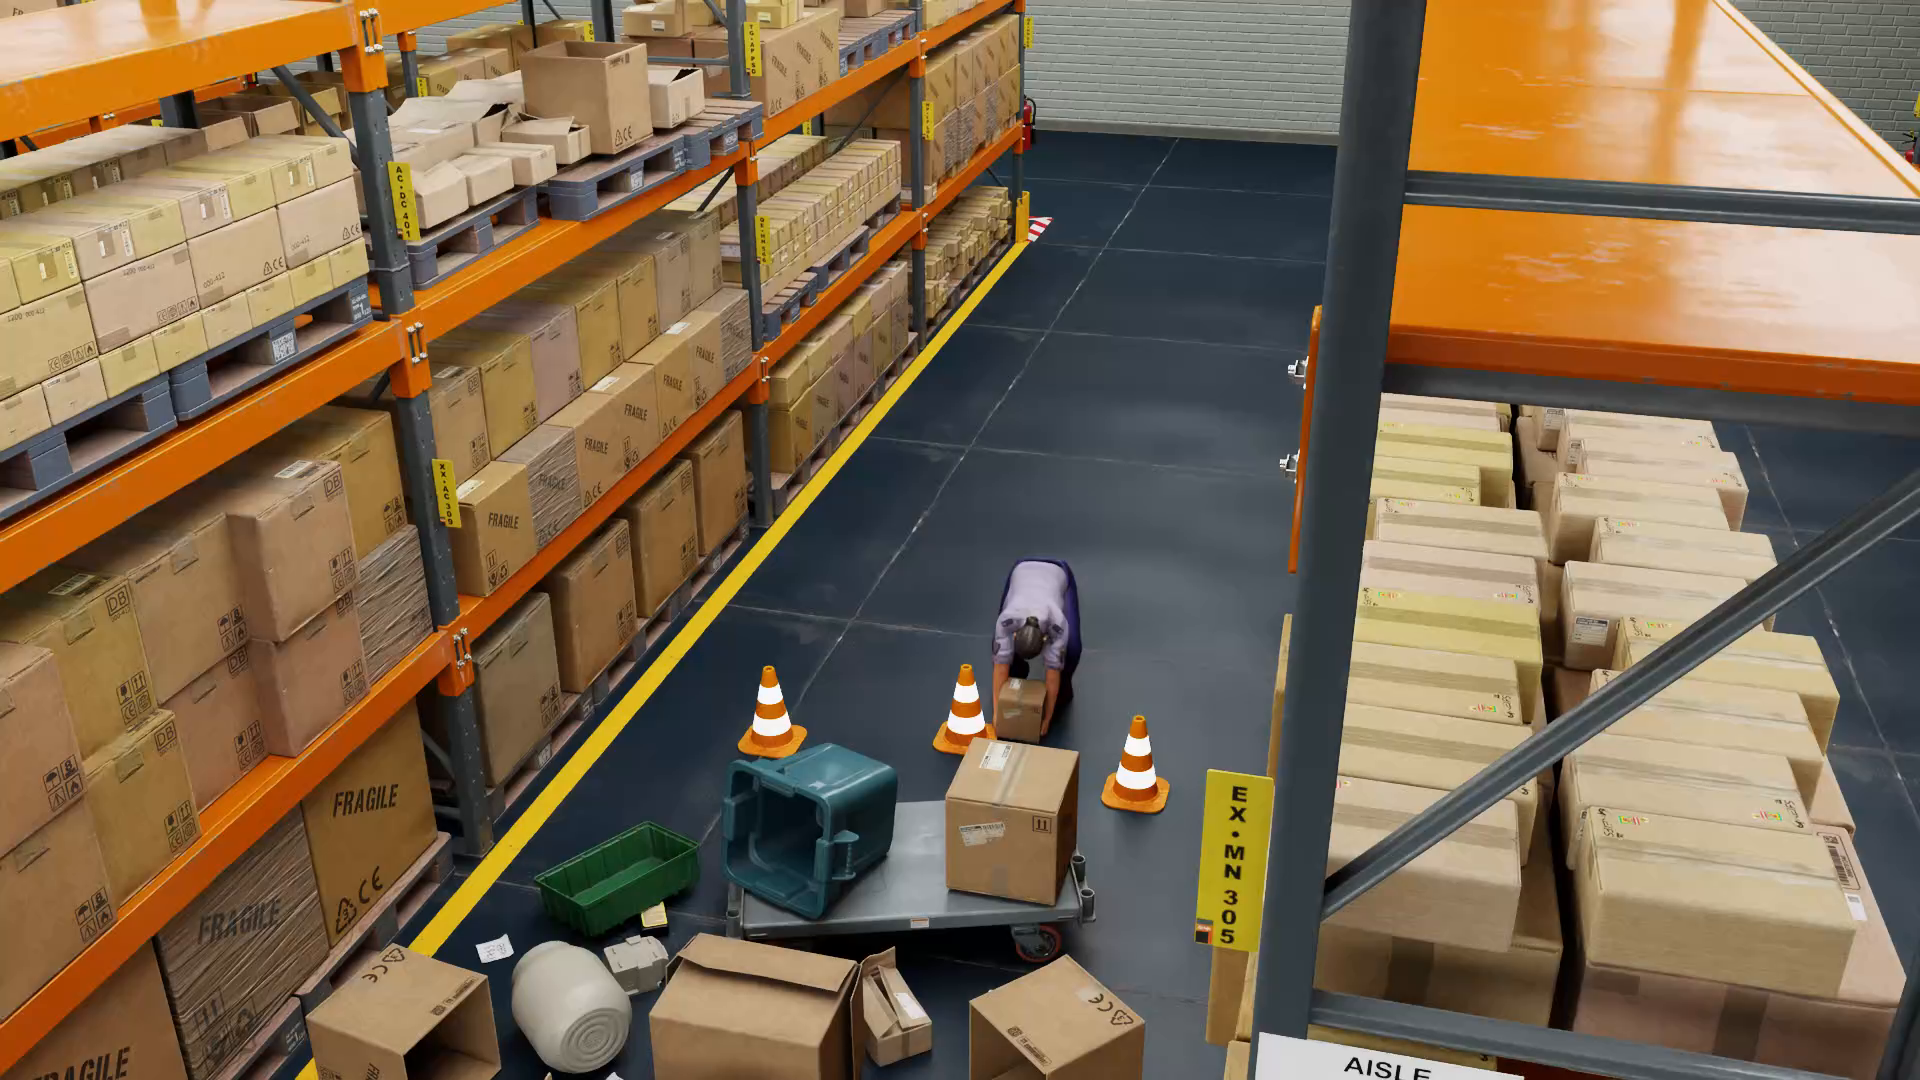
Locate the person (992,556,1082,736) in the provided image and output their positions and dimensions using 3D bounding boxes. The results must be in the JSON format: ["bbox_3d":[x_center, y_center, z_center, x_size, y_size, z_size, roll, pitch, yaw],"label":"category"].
[{"bbox_3d":[0.441,0.588,9.475,0.515,0.808,0.904,4,26,8],"label":"person"}]
